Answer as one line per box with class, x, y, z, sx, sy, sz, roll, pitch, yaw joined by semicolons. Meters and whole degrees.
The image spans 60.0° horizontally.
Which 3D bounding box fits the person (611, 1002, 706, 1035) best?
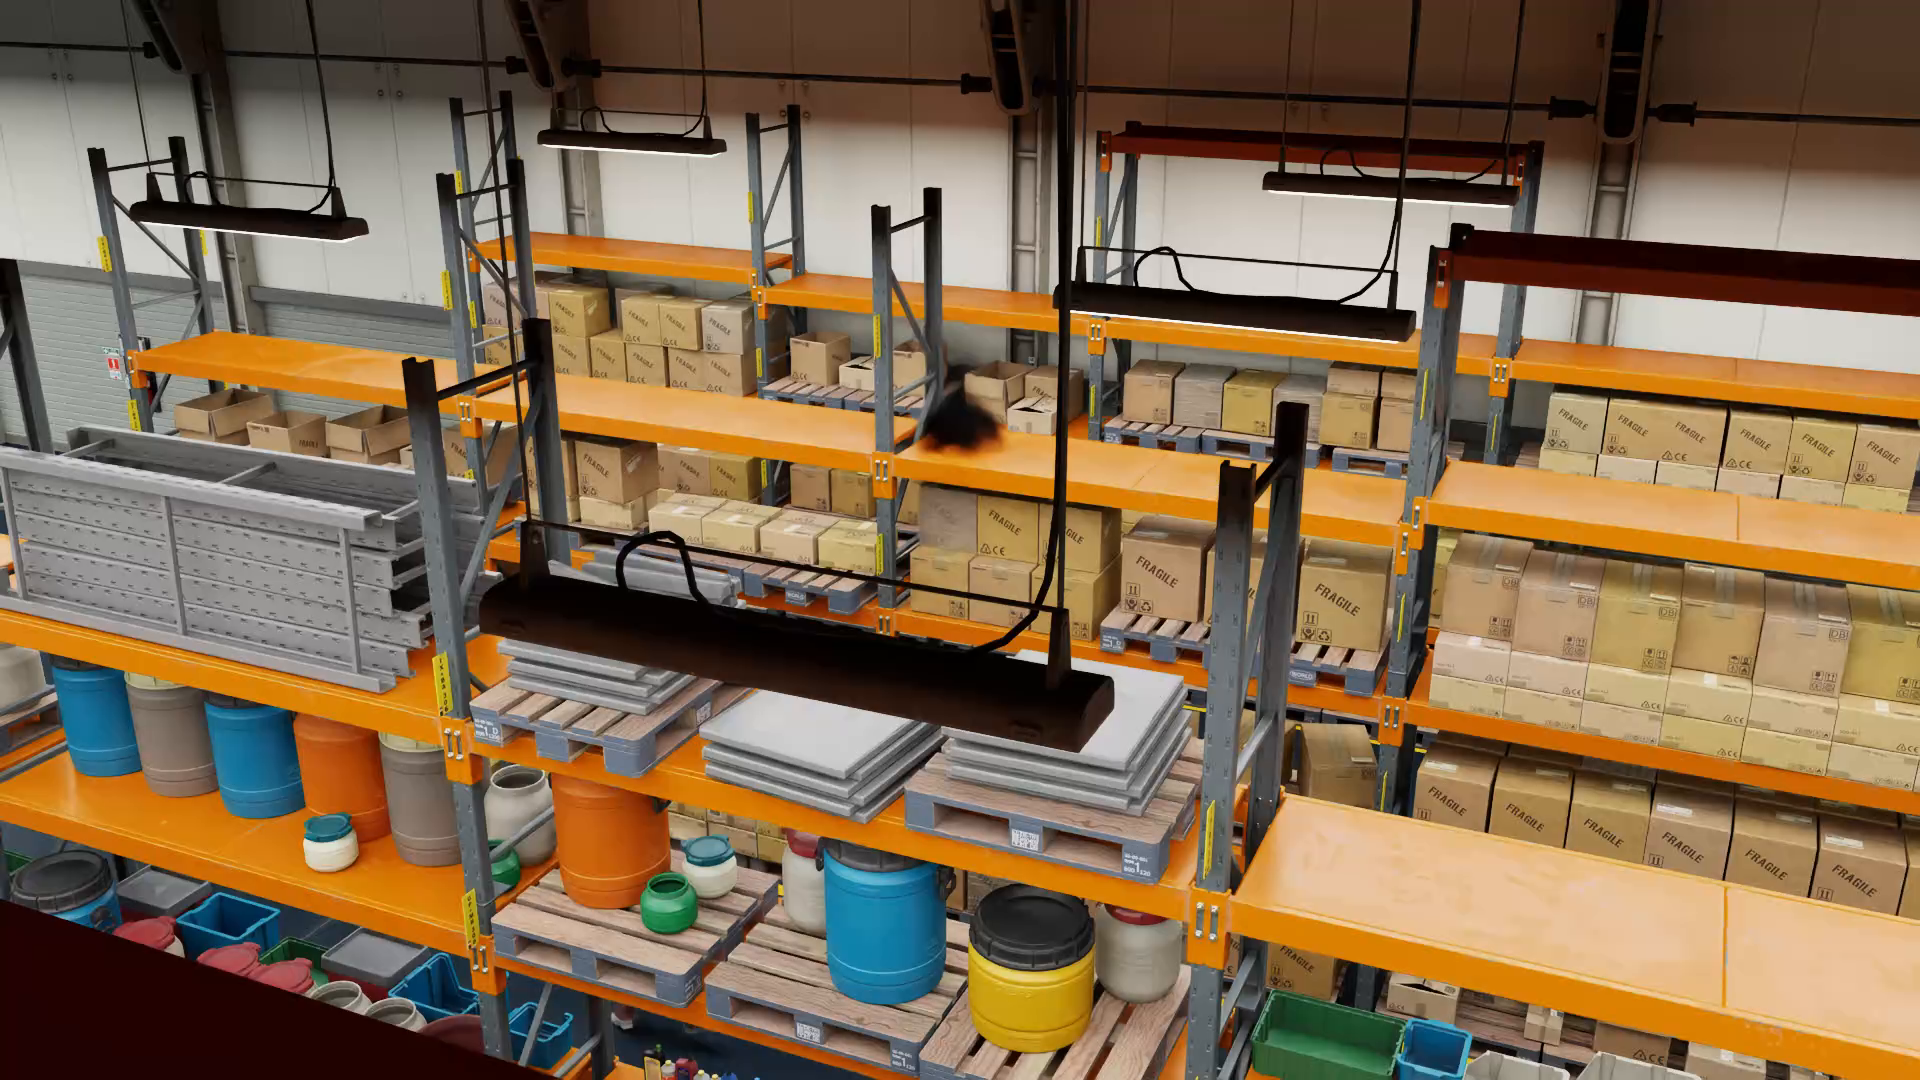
person;-2.347;3.069;12.381;1.020;1.530;0.574;12;23;28
